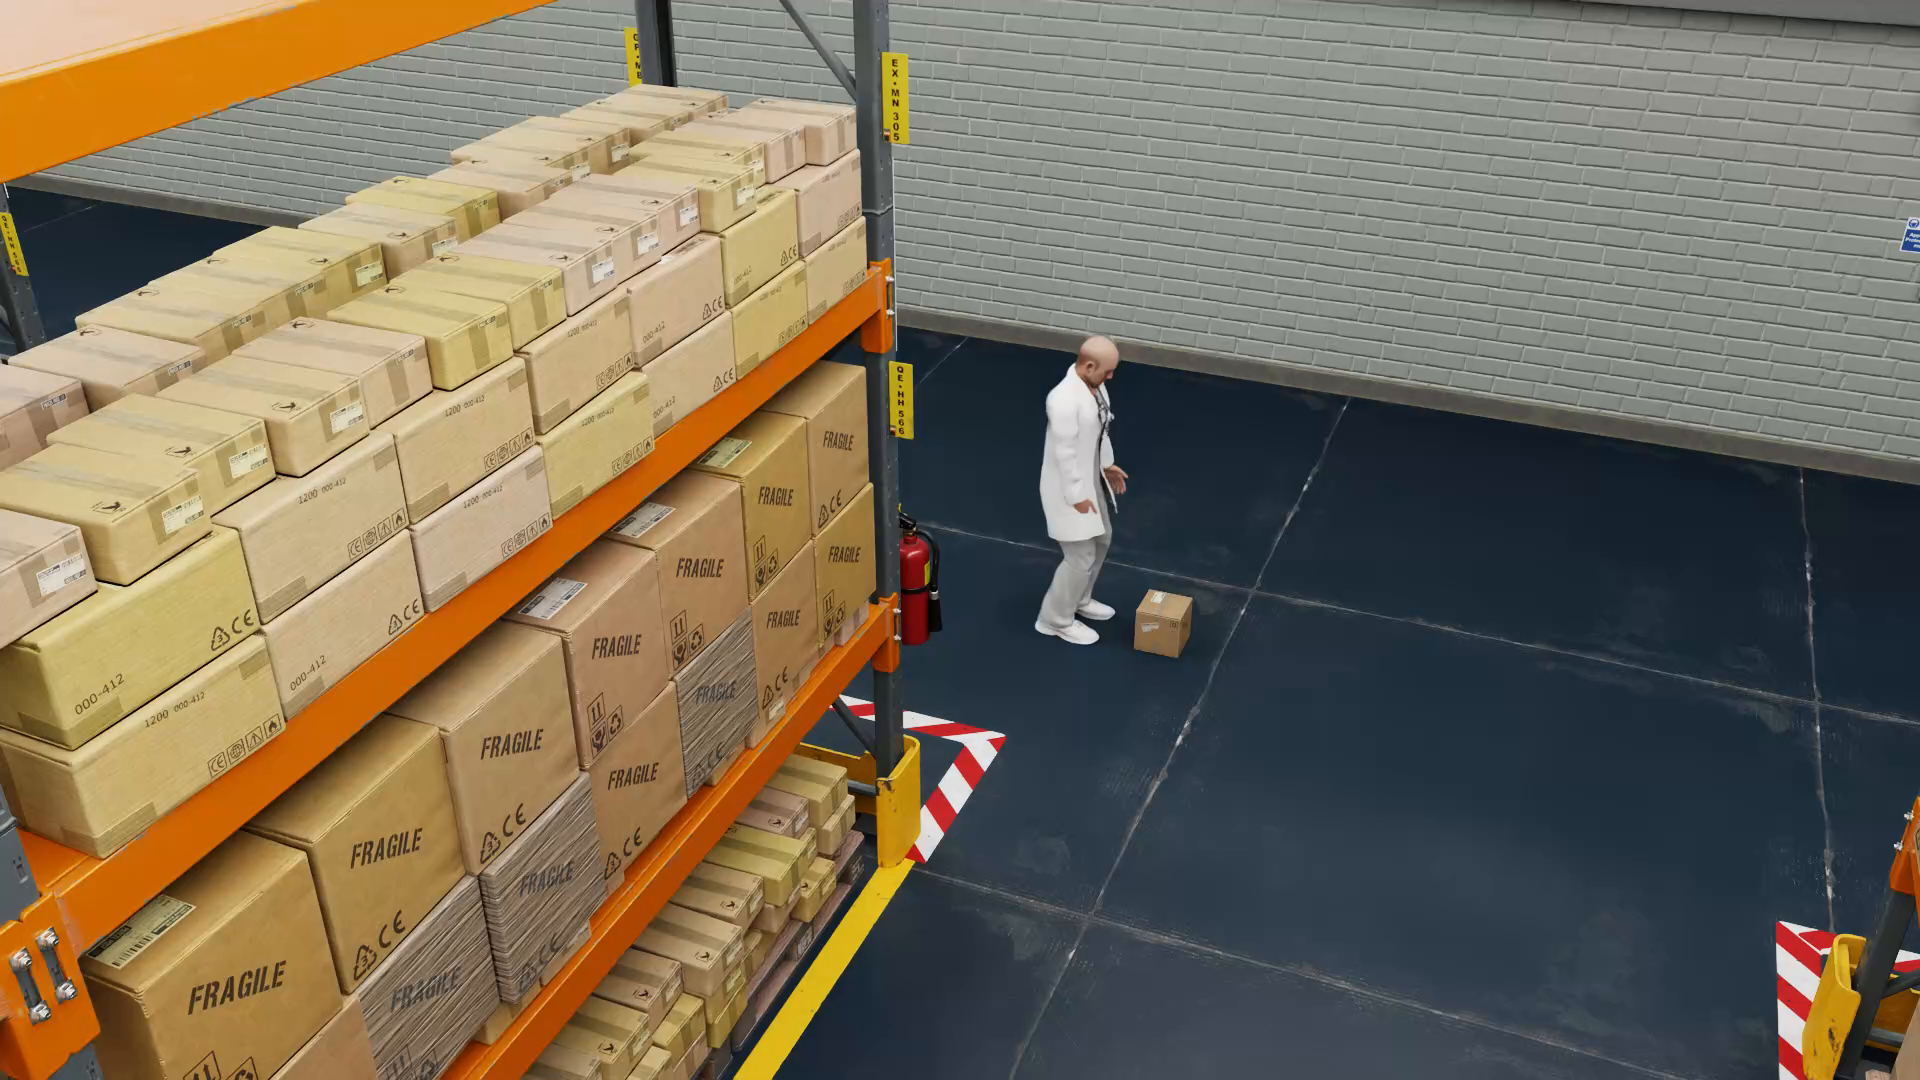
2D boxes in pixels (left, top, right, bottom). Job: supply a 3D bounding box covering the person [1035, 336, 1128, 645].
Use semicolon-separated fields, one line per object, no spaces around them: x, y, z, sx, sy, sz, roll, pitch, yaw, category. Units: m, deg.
0.655;-0.290;8.990;0.396;1.738;0.583;12;31;20;person
